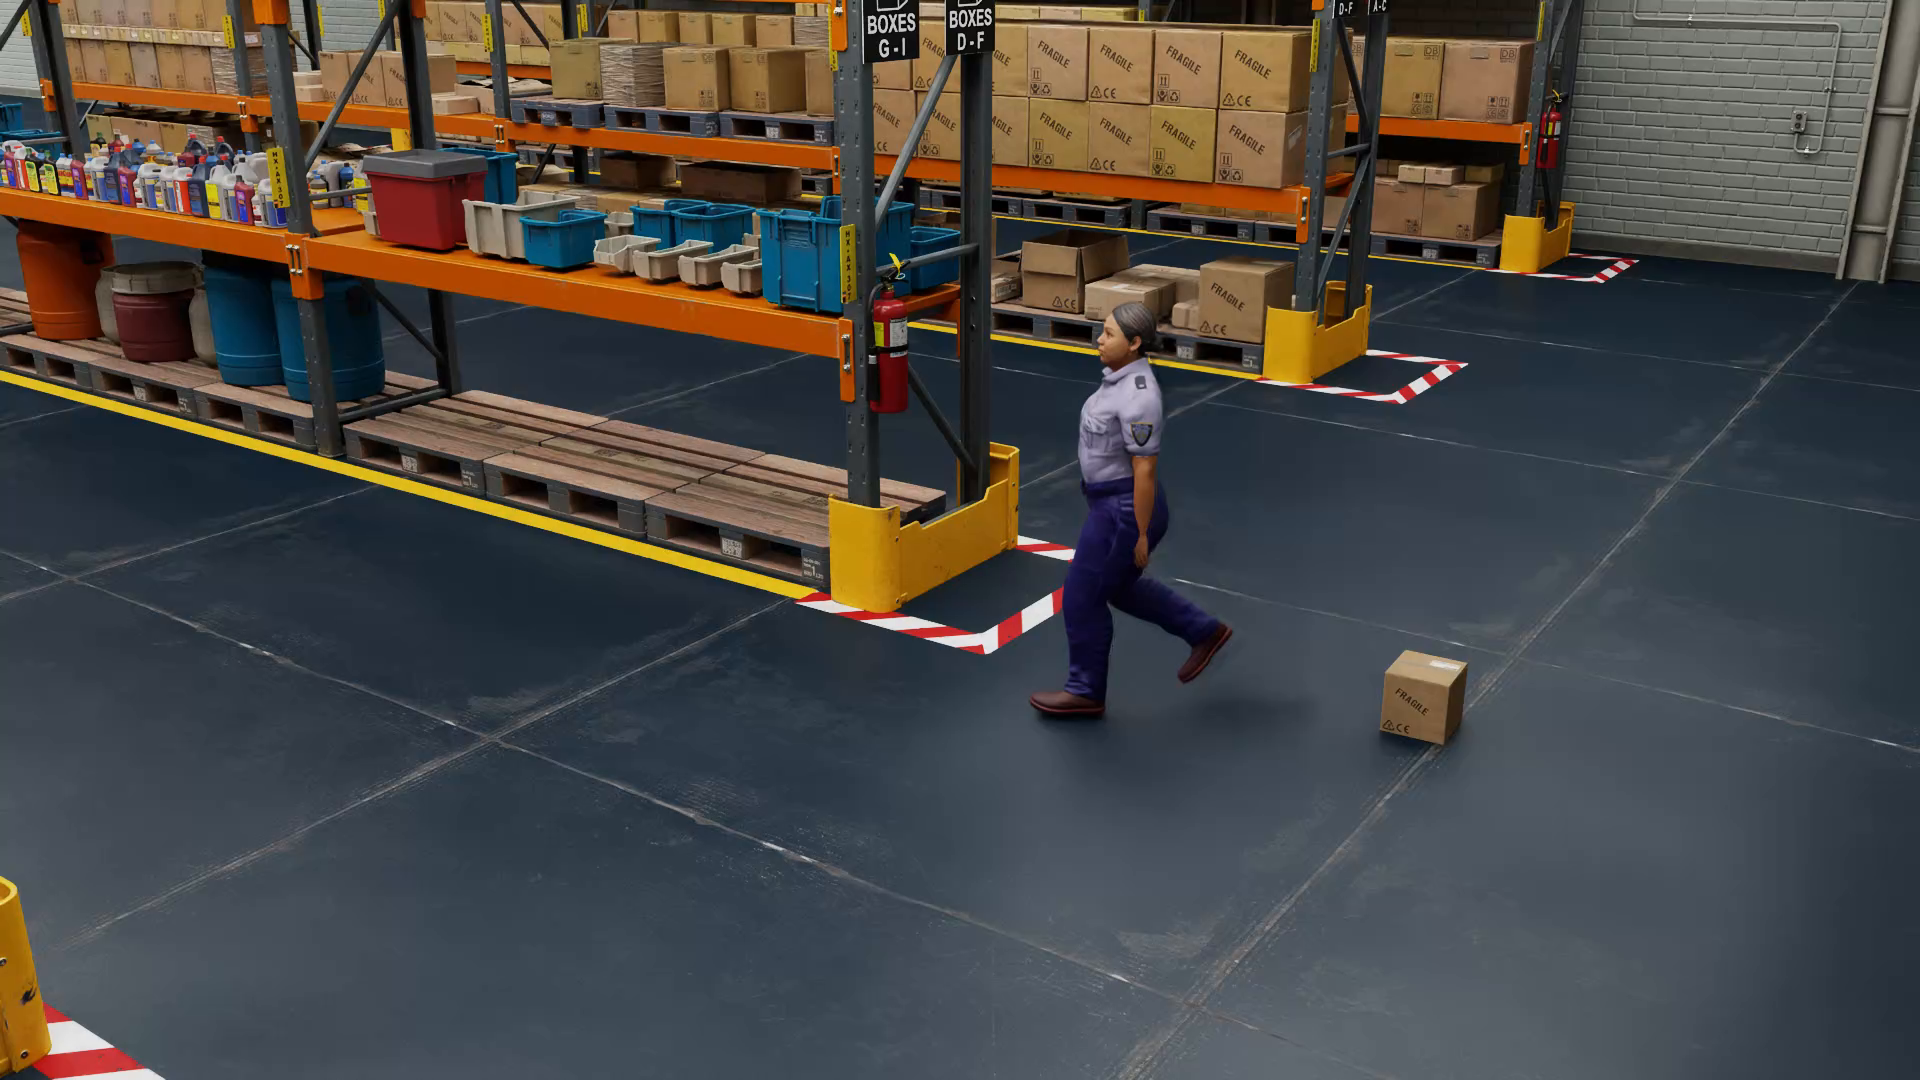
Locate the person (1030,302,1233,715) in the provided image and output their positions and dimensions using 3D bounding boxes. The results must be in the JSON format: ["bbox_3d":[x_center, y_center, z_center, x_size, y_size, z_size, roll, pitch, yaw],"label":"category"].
[{"bbox_3d":[0.684,-0.112,6.370,0.807,1.615,0.473,1,20,3],"label":"person"}]
